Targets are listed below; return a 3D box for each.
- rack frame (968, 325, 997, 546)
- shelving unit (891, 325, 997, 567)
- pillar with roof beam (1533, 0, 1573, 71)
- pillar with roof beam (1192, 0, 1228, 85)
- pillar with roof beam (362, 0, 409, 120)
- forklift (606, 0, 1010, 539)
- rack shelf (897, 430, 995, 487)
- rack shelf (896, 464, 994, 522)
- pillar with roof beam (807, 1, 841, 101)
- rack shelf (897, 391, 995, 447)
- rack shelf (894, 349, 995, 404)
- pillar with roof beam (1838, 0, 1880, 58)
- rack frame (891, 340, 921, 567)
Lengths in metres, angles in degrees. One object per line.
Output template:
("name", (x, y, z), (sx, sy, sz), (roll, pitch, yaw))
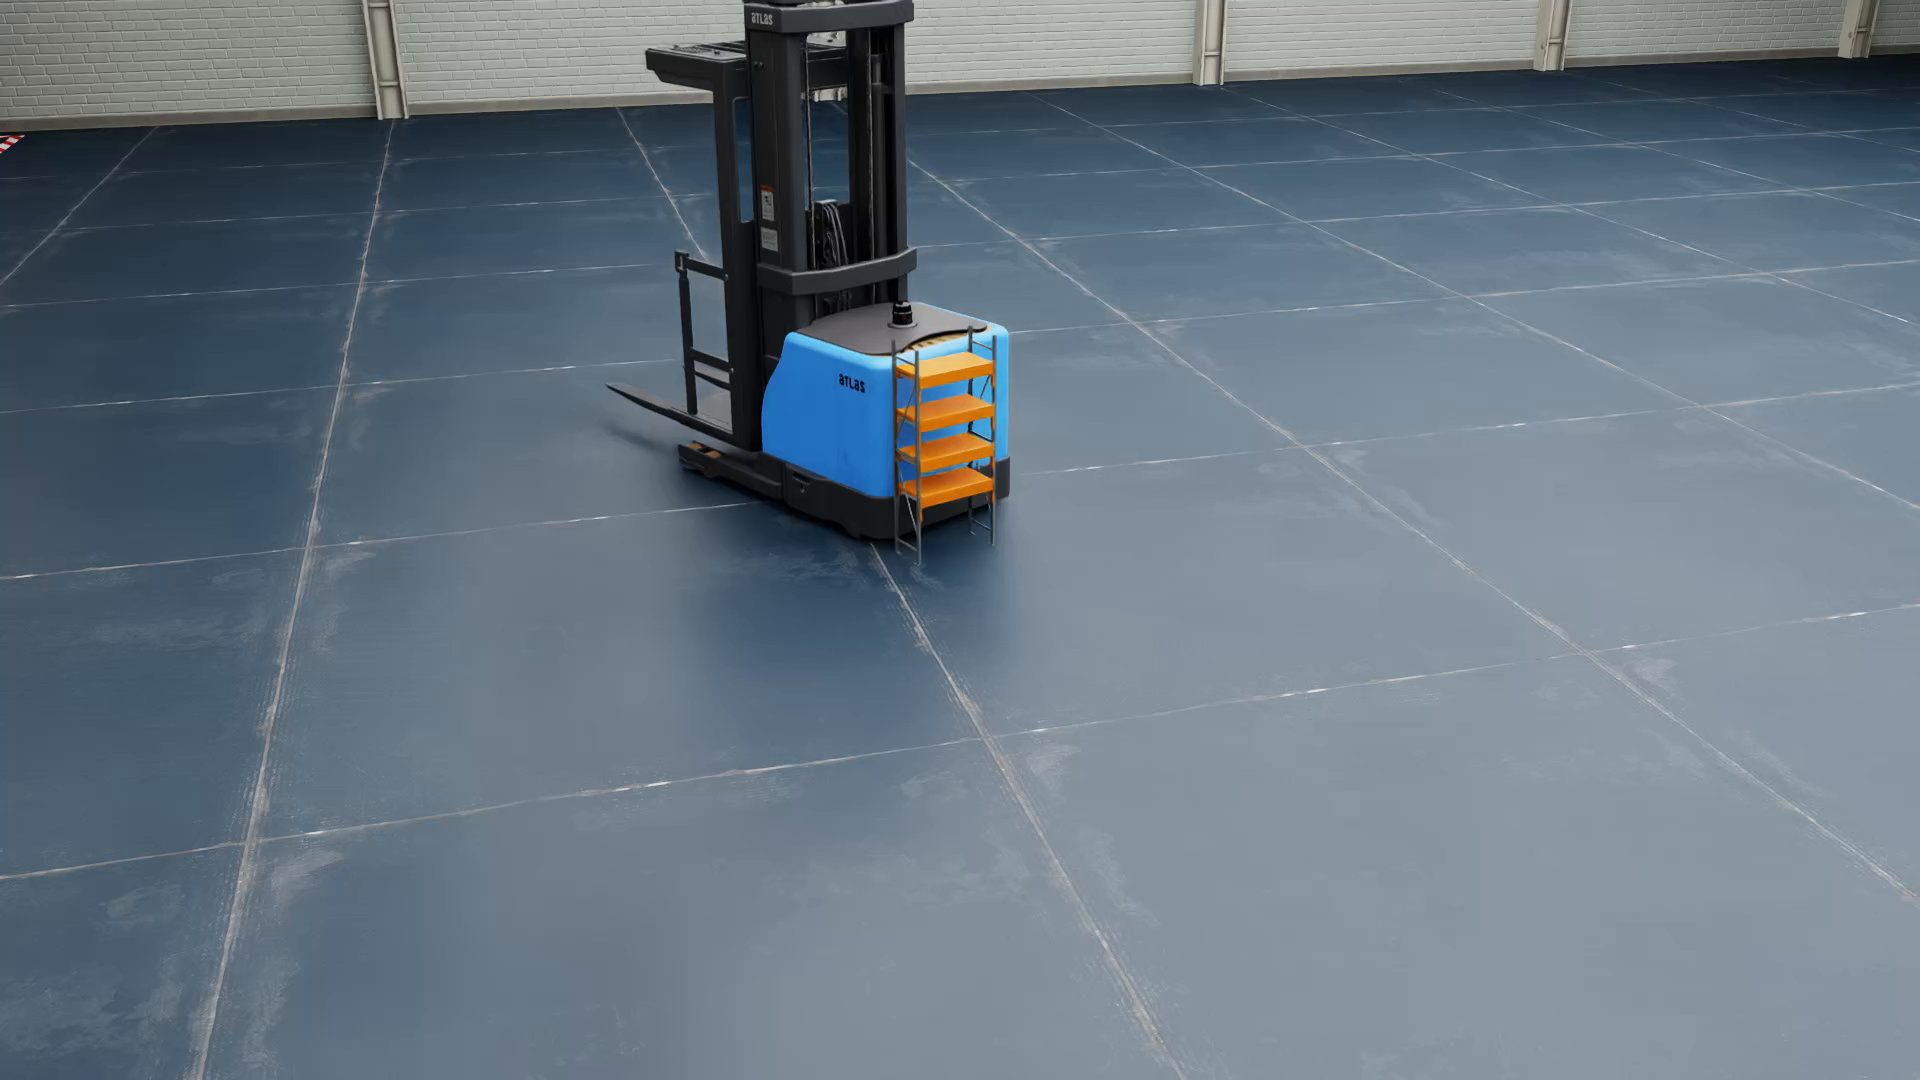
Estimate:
("rack frame", (0.118, -0.557, 9.026), (0.015, 1.200, 0.240), (-15, 28, -32))
("shelving unit", (-0.082, -0.502, 8.897), (0.503, 1.200, 0.258), (-15, 28, -32))
("pillar with roof beam", (10.764, -10.190, 21.586), (0.400, 9.000, 9.100), (-6, 24, -14))
("pillar with roof beam", (4.987, -9.551, 20.097), (0.400, 9.000, 9.100), (-6, 24, -14))
("pillar with roof beam", (-6.567, -8.273, 17.118), (0.400, 9.000, 9.100), (-6, 24, -14))
("forklift", (-1.088, -1.844, 9.830), (1.130, 2.935, 3.031), (-21, 31, -39))
("rack shelf", (-0.082, -0.440, 8.924), (0.480, 0.148, 0.258), (-15, 28, -32))
("rack shelf", (-0.082, -0.257, 9.002), (0.480, 0.148, 0.258), (-15, 28, -32))
("pillar with roof beam", (-0.790, -8.912, 18.607), (0.400, 9.000, 9.100), (-6, 24, -14))
("rack shelf", (-0.082, -0.645, 8.836), (0.480, 0.148, 0.258), (-15, 28, -32))
("rack shelf", (-0.082, -0.863, 8.742), (0.480, 0.148, 0.258), (-15, 28, -32))
("pillar with roof beam", (16.541, -10.829, 23.075), (0.400, 9.000, 9.100), (-6, 24, -14))
("rack frame", (-0.282, -0.447, 8.769), (0.015, 1.200, 0.240), (-15, 28, -32))
